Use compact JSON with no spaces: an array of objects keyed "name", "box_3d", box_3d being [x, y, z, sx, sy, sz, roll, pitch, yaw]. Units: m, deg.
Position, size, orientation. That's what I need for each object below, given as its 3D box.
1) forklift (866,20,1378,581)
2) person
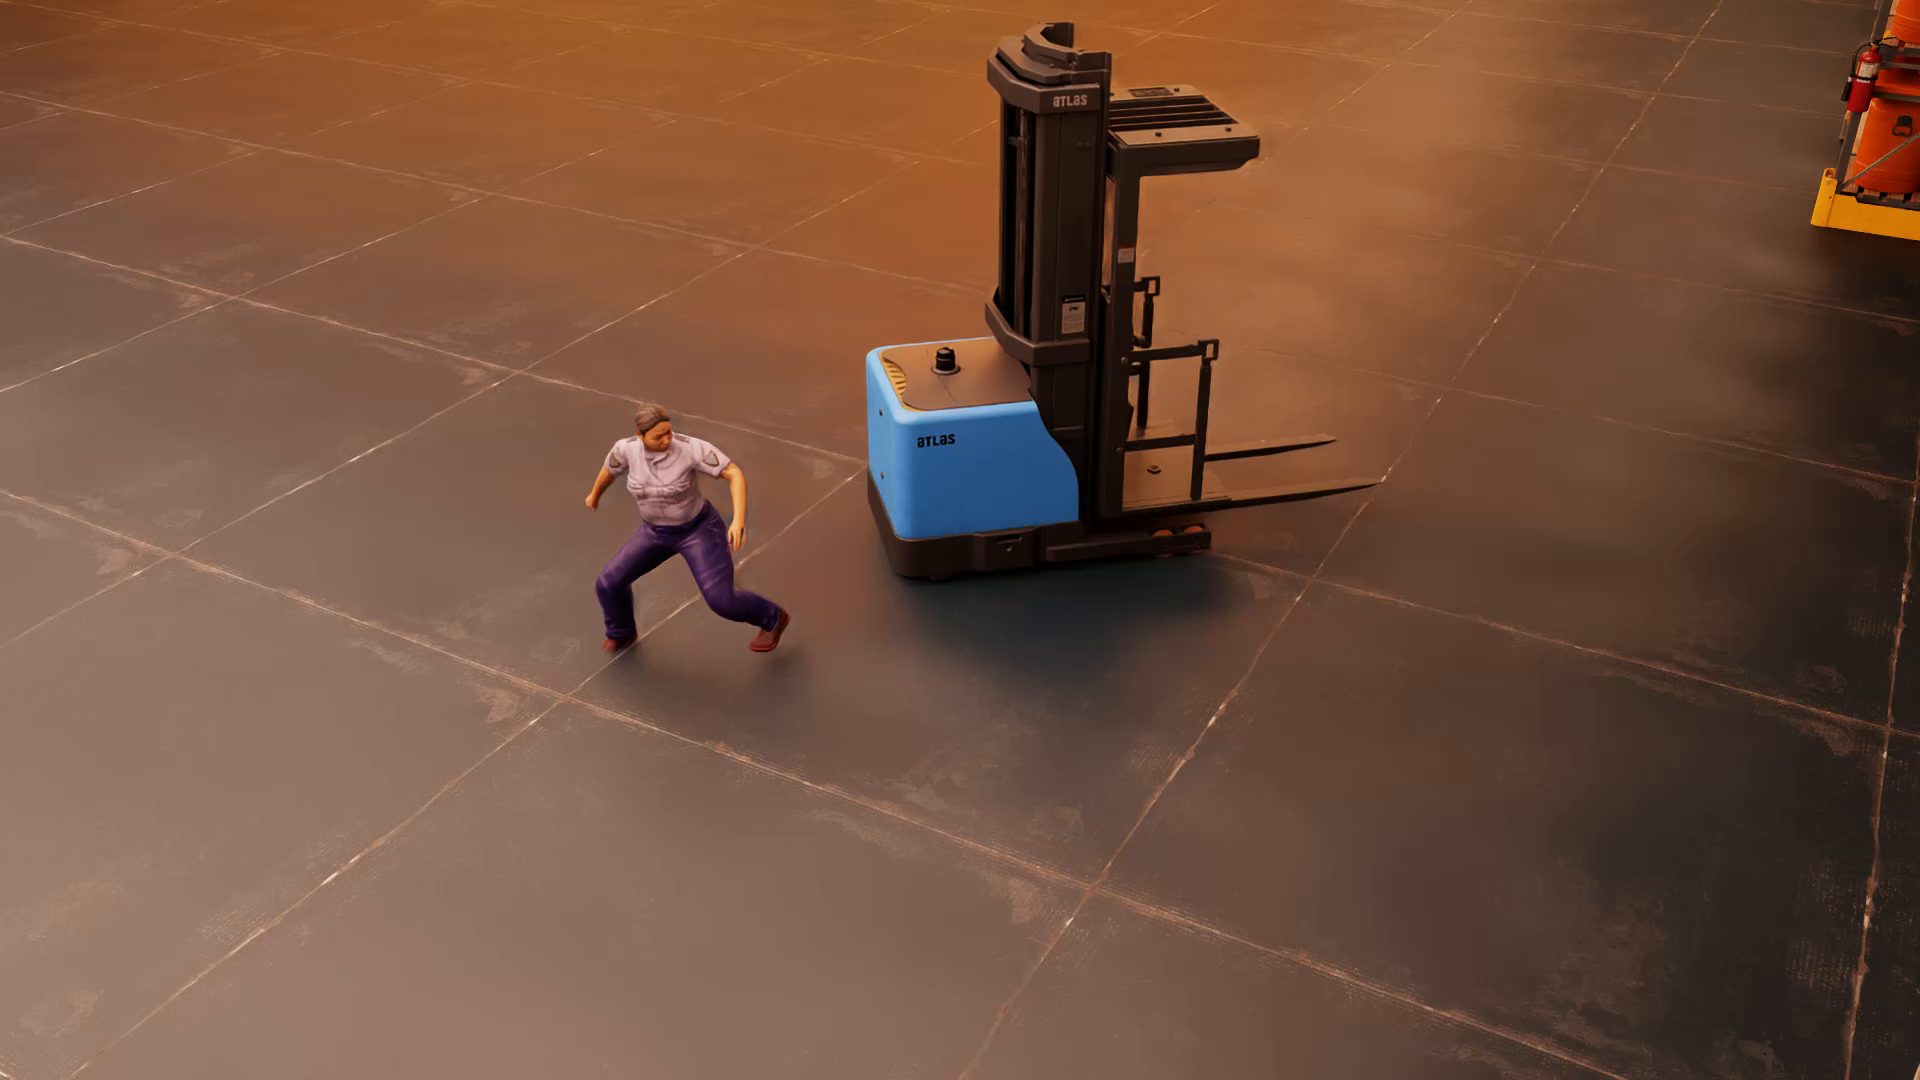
[{"name":"forklift","box_3d":[1.004,-1.413,9.518,3.031,2.935,1.130,-7,31,-11]},{"name":"person","box_3d":[-1.520,-0.022,8.631,1.127,1.563,0.487,11,32,18]}]
